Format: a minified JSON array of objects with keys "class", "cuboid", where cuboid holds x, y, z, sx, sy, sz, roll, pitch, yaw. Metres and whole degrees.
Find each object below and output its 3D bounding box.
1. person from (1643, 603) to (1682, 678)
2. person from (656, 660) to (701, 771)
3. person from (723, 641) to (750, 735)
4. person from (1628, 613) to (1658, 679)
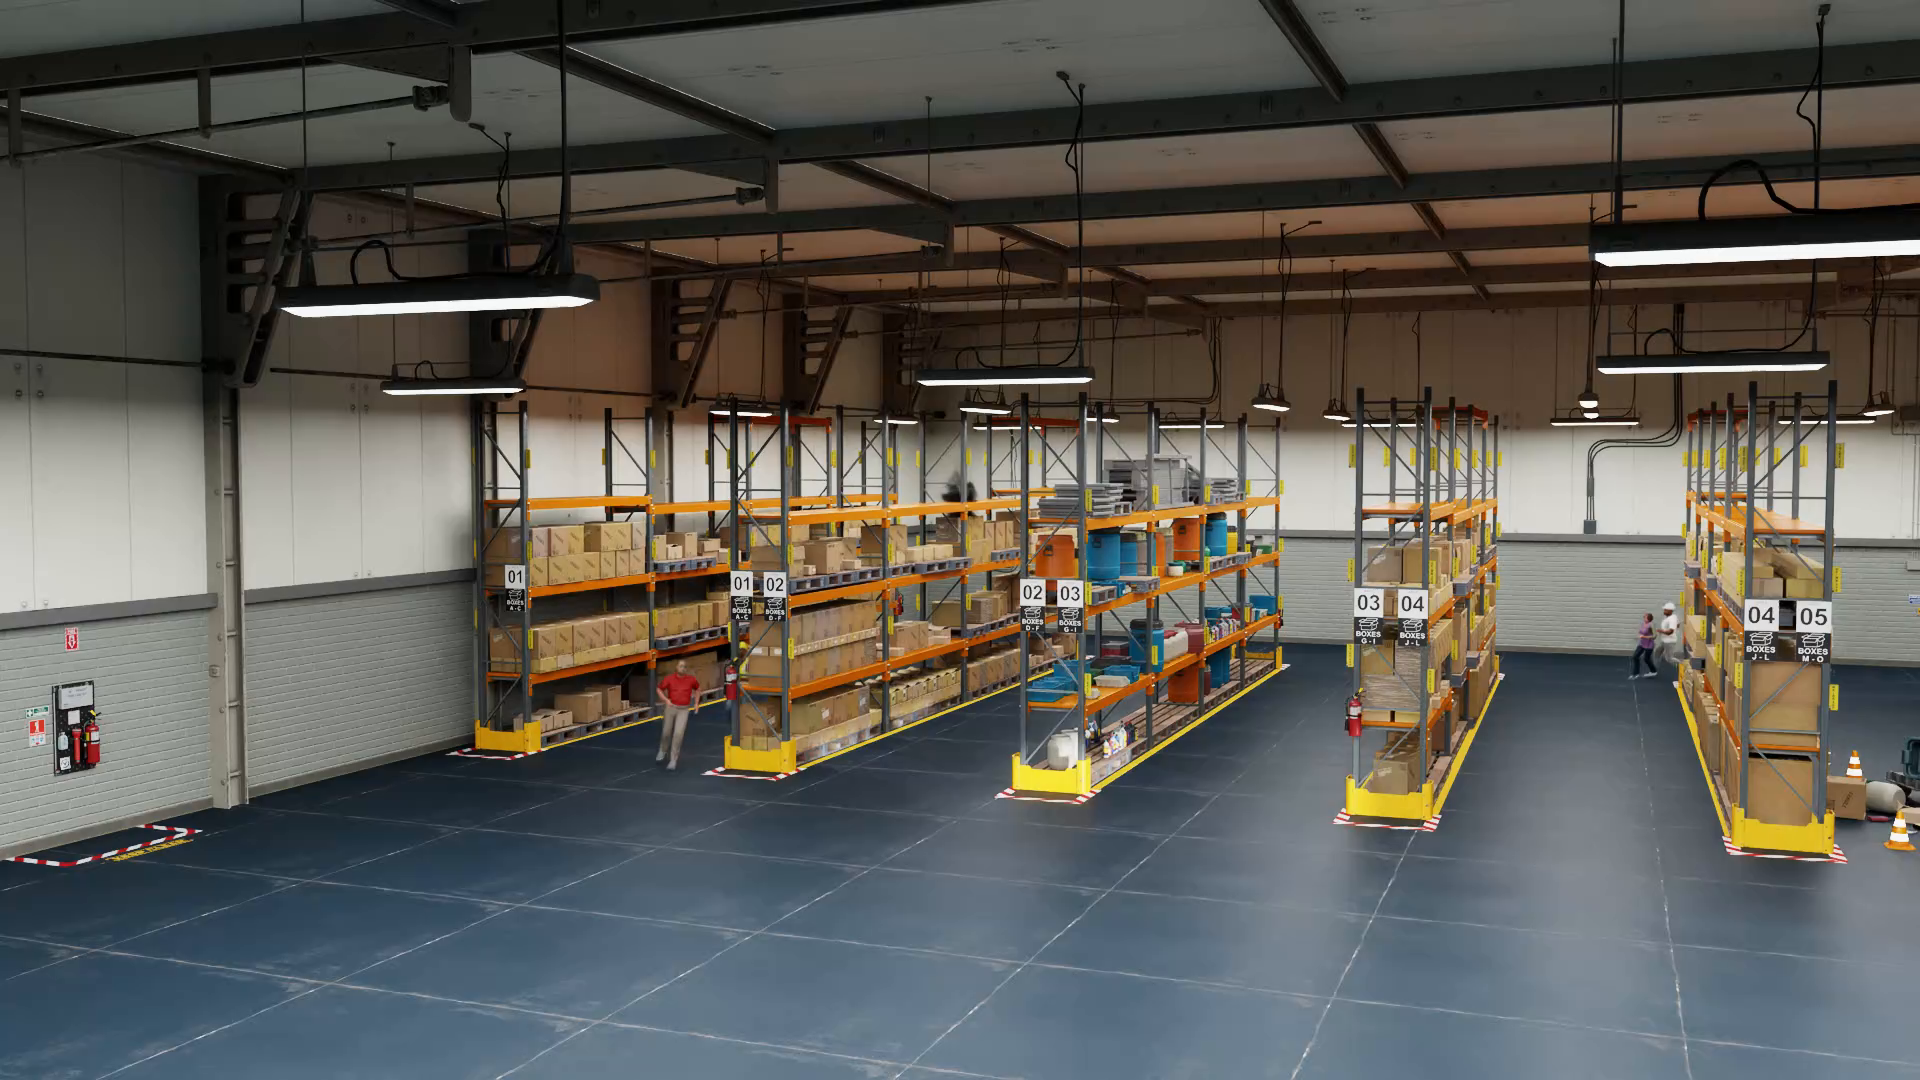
[{"class":"person","cuboid":[16.054,2.299,37.697,0.977,1.752,0.717,1,3,15]},{"class":"person","cuboid":[-4.612,2.825,27.155,0.742,1.729,0.938,0,3,-8]},{"class":"person","cuboid":[-3.915,2.692,29.446,0.670,1.801,0.728,1,3,13]},{"class":"person","cuboid":[15.613,2.427,37.651,0.663,1.591,0.689,-1,3,-15]}]
